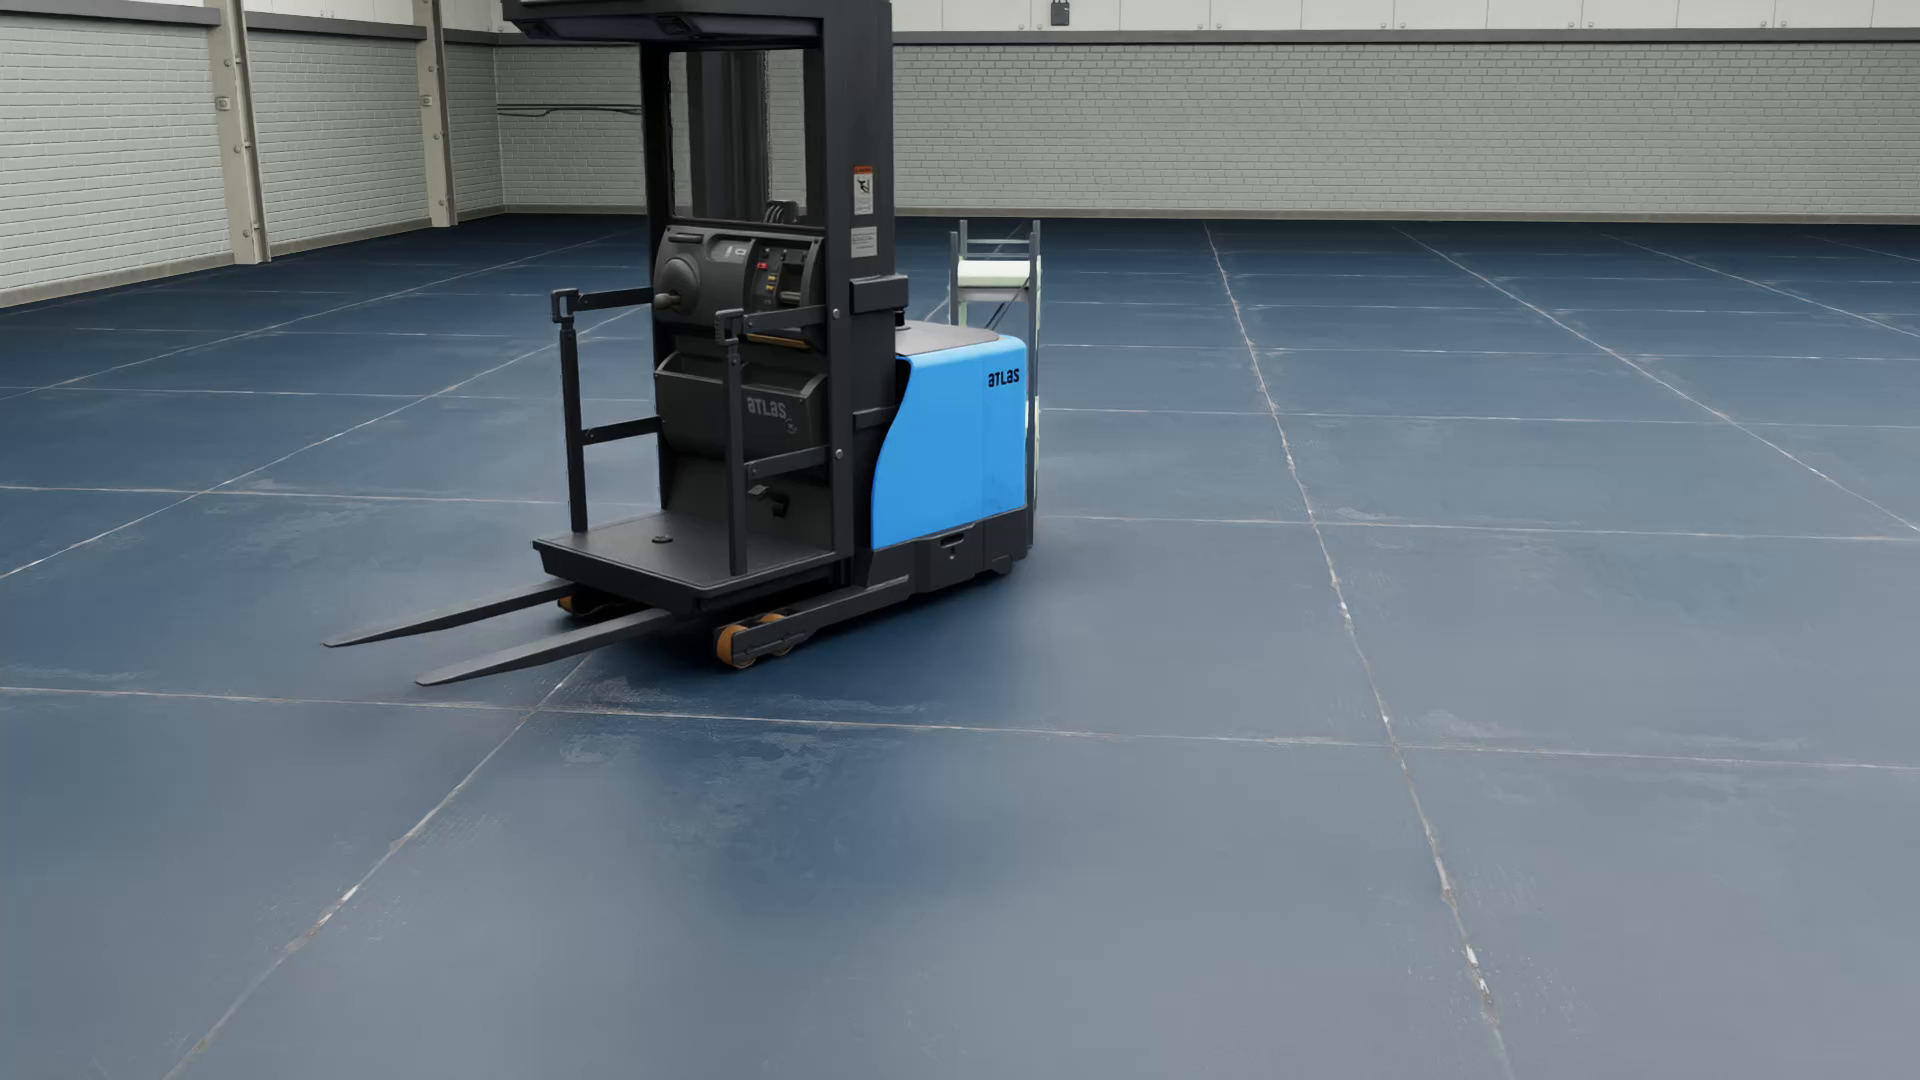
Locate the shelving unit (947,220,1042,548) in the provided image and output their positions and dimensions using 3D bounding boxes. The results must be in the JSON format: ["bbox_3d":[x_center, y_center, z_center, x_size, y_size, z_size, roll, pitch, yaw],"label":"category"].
[{"bbox_3d":[0.178,-0.788,8.202,0.431,1.500,0.755,1,15,3],"label":"shelving unit"}]

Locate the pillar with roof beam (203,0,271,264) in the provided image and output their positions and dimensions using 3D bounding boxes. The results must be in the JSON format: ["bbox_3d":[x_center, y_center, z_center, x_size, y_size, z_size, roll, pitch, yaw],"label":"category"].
[{"bbox_3d":[-4.800,-7.776,19.681,9.100,9.000,0.400,2,15,6],"label":"pillar with roof beam"}]

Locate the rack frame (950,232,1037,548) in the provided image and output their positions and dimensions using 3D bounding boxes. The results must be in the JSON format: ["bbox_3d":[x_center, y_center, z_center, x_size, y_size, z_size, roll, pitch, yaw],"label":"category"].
[{"bbox_3d":[0.156,-0.692,7.850,0.400,1.500,0.023,1,15,3],"label":"rack frame"}]

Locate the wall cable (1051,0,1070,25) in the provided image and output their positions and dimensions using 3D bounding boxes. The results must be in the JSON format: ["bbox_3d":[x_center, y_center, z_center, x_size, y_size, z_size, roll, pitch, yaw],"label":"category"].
[{"bbox_3d":[2.677,-11.542,27.094,2.305,6.003,0.169,2,15,6],"label":"wall cable"}]

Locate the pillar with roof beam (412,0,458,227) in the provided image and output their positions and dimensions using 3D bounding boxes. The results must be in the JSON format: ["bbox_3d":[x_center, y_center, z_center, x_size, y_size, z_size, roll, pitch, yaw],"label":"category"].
[{"bbox_3d":[-4.123,-9.333,25.436,9.100,9.000,0.400,2,15,6],"label":"pillar with roof beam"}]

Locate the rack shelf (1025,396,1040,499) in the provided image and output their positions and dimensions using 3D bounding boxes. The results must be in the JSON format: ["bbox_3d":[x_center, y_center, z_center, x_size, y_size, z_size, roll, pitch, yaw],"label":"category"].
[{"bbox_3d":[0.178,-0.473,8.287,0.431,0.370,0.720,1,15,3],"label":"rack shelf"}]

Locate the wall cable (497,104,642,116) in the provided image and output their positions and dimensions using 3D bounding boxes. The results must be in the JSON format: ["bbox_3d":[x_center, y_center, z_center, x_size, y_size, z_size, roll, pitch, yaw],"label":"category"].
[{"bbox_3d":[-6.754,-8.686,28.992,3.097,2.526,0.112,2,15,6],"label":"wall cable"}]

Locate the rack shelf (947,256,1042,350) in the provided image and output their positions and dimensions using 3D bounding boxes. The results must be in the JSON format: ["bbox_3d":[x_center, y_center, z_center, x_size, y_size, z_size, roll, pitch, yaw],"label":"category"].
[{"bbox_3d":[0.178,-1.165,8.100,0.431,0.370,0.720,1,15,3],"label":"rack shelf"}]

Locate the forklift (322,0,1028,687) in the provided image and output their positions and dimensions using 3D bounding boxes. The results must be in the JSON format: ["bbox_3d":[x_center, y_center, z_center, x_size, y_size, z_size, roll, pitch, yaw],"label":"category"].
[{"bbox_3d":[-1.037,-1.072,6.512,1.130,2.935,3.031,13,20,39],"label":"forklift"}]

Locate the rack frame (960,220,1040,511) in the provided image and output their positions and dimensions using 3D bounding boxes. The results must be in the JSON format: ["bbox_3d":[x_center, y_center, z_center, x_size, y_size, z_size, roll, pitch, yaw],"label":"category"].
[{"bbox_3d":[0.201,-0.883,8.555,0.400,1.500,0.023,1,15,3],"label":"rack frame"}]
